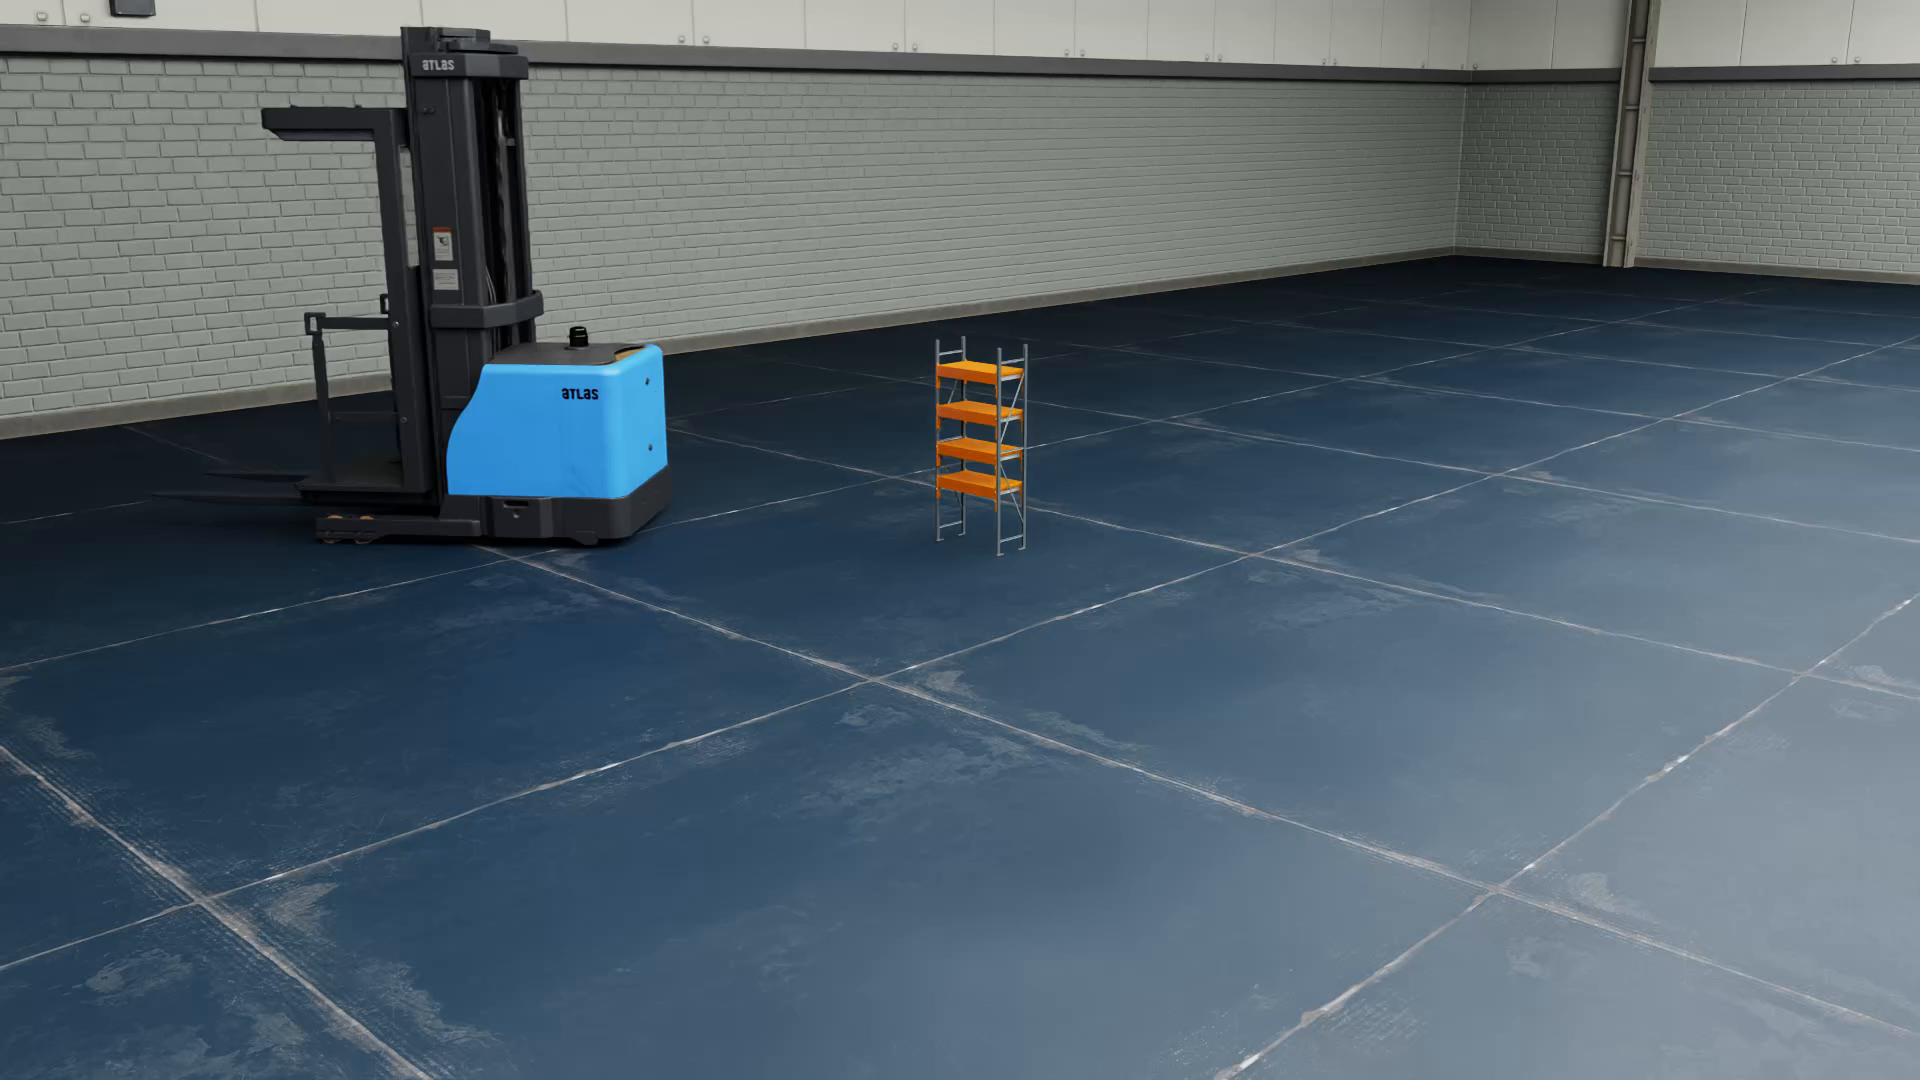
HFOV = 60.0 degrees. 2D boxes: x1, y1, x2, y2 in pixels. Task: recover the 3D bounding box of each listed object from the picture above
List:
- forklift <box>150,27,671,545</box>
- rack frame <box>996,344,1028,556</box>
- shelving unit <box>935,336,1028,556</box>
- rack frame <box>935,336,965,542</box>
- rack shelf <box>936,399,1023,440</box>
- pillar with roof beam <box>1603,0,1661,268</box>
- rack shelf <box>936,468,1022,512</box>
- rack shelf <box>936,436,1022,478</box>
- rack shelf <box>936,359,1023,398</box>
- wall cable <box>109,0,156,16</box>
[{"bbox_3d":[-3.388,-1.523,9.966,3.031,2.935,1.130,2,15,6],"label":"forklift"},{"bbox_3d":[0.295,-0.509,9.506,0.015,1.200,0.240,14,20,42],"label":"rack frame"},{"bbox_3d":[0.119,-0.552,9.670,0.503,1.200,0.258,14,20,42],"label":"shelving unit"},{"bbox_3d":[-0.057,-0.594,9.833,0.015,1.200,0.240,14,20,42],"label":"rack frame"},{"bbox_3d":[0.119,-0.703,9.630,0.480,0.148,0.258,14,20,42],"label":"rack shelf"},{"bbox_3d":[7.697,-8.017,22.854,0.400,9.000,9.100,14,20,42],"label":"pillar with roof beam"},{"bbox_3d":[0.119,-0.294,9.737,0.480,0.148,0.258,14,20,42],"label":"rack shelf"},{"bbox_3d":[0.119,-0.487,9.687,0.480,0.148,0.258,14,20,42],"label":"rack shelf"},{"bbox_3d":[0.119,-0.932,9.571,0.480,0.148,0.258,14,20,42],"label":"rack shelf"},{"bbox_3d":[-5.781,-7.203,12.984,0.169,6.003,2.305,14,20,42],"label":"wall cable"}]
